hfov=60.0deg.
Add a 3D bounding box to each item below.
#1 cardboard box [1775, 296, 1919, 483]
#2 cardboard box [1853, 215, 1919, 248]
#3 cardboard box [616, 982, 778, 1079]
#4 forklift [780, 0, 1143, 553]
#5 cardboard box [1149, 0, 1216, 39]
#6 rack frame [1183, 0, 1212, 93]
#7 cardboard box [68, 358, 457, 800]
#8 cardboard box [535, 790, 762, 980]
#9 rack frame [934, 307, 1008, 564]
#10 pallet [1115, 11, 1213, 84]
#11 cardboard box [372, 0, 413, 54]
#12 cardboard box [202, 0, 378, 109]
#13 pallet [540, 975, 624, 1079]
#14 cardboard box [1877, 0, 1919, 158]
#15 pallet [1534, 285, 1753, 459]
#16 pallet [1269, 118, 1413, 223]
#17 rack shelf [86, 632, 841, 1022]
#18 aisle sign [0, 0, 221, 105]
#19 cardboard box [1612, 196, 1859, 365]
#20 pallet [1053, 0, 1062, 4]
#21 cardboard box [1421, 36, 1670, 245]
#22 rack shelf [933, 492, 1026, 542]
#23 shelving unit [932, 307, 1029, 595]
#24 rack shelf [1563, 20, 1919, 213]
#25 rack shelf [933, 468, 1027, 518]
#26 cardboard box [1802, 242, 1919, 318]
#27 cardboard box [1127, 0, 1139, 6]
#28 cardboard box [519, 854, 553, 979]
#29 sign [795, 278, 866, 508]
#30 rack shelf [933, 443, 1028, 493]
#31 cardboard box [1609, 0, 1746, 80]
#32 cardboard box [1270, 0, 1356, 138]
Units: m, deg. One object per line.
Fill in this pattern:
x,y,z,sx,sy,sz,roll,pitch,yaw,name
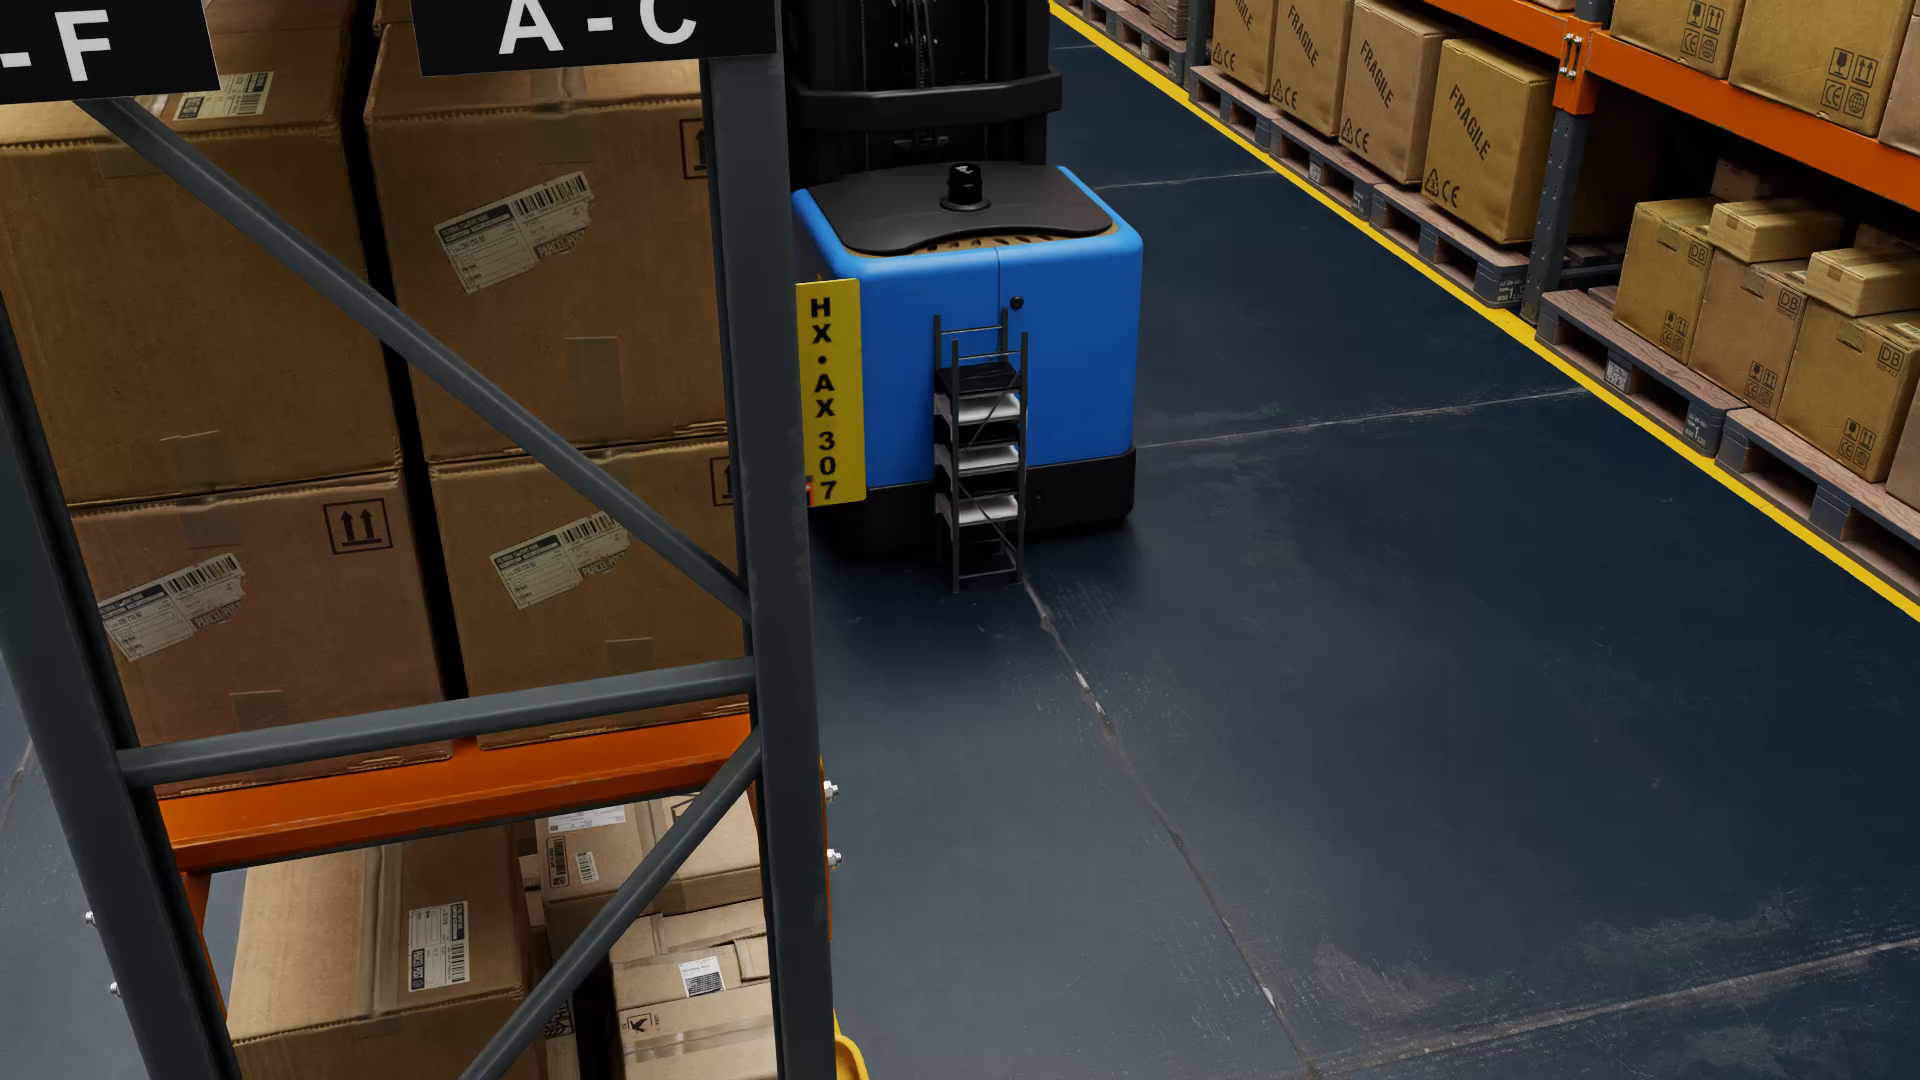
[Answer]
3.375,-0.570,5.817,0.700,0.500,0.500,-7,31,-12,cardboard box
3.476,-1.057,6.011,0.380,0.149,0.250,-9,31,-15,cardboard box
-0.482,1.051,3.346,0.380,0.149,0.250,-8,31,-13,cardboard box
-0.287,-1.951,6.194,1.130,2.935,3.031,-8,31,-14,forklift
1.708,-3.718,11.235,0.700,0.500,0.500,-7,31,-13,cardboard box
1.949,-4.268,10.130,1.000,3.000,0.127,-8,31,-13,rack frame
-1.084,0.032,2.600,0.500,0.500,0.500,-7,31,-12,cardboard box
-0.706,0.714,3.828,0.500,0.250,0.500,-8,31,-13,cardboard box
0.036,-0.325,5.414,0.240,0.900,0.006,-8,31,-14,rack frame
1.743,-3.439,11.481,1.003,0.211,1.213,-8,31,-13,pallet
-0.712,-0.721,2.904,0.500,0.500,0.500,-8,31,-13,cardboard box
-1.220,-0.643,2.768,0.500,0.500,0.500,-7,31,-12,cardboard box
-0.935,1.041,3.741,1.003,0.211,1.213,-8,31,-13,pallet
3.530,-1.499,5.046,0.980,0.700,0.700,-9,31,-16,cardboard box
3.137,-0.752,6.839,1.003,0.211,1.213,-8,31,-13,pallet
2.406,-2.083,9.138,1.003,0.211,1.213,-8,31,-13,pallet
-1.233,-0.399,4.163,1.077,0.370,4.000,-8,31,-13,rack shelf
-0.980,-0.796,1.535,0.394,0.787,0.004,-8,31,-13,aisle sign
3.111,-1.062,6.666,0.700,0.500,0.500,-7,31,-13,cardboard box
1.096,-4.618,13.517,1.003,0.211,1.213,-8,31,-13,pallet
2.713,-1.885,7.738,0.750,0.750,0.750,-7,31,-13,cardboard box
0.063,-0.092,5.436,0.258,0.077,0.200,-8,31,-14,rack shelf
0.063,-0.276,5.329,0.258,0.900,0.210,-8,31,-14,shelving unit
3.542,-1.059,5.304,1.077,0.370,4.000,-8,31,-13,rack shelf
0.063,-0.169,5.391,0.258,0.077,0.200,-8,31,-14,rack shelf
3.164,-0.901,5.740,0.380,0.149,0.250,-9,31,-15,cardboard box
1.524,-4.218,12.100,0.700,0.500,0.500,-8,31,-14,cardboard box
-1.105,0.854,3.669,0.380,0.166,0.250,-8,31,-13,cardboard box
-0.179,-0.191,2.222,0.100,0.325,0.005,-8,31,-13,sign
0.063,-0.247,5.346,0.258,0.077,0.200,-8,31,-14,rack shelf
3.139,-2.202,6.261,0.980,0.700,0.700,-7,31,-13,cardboard box
2.244,-2.723,9.187,0.750,0.750,0.750,-8,31,-14,cardboard box
